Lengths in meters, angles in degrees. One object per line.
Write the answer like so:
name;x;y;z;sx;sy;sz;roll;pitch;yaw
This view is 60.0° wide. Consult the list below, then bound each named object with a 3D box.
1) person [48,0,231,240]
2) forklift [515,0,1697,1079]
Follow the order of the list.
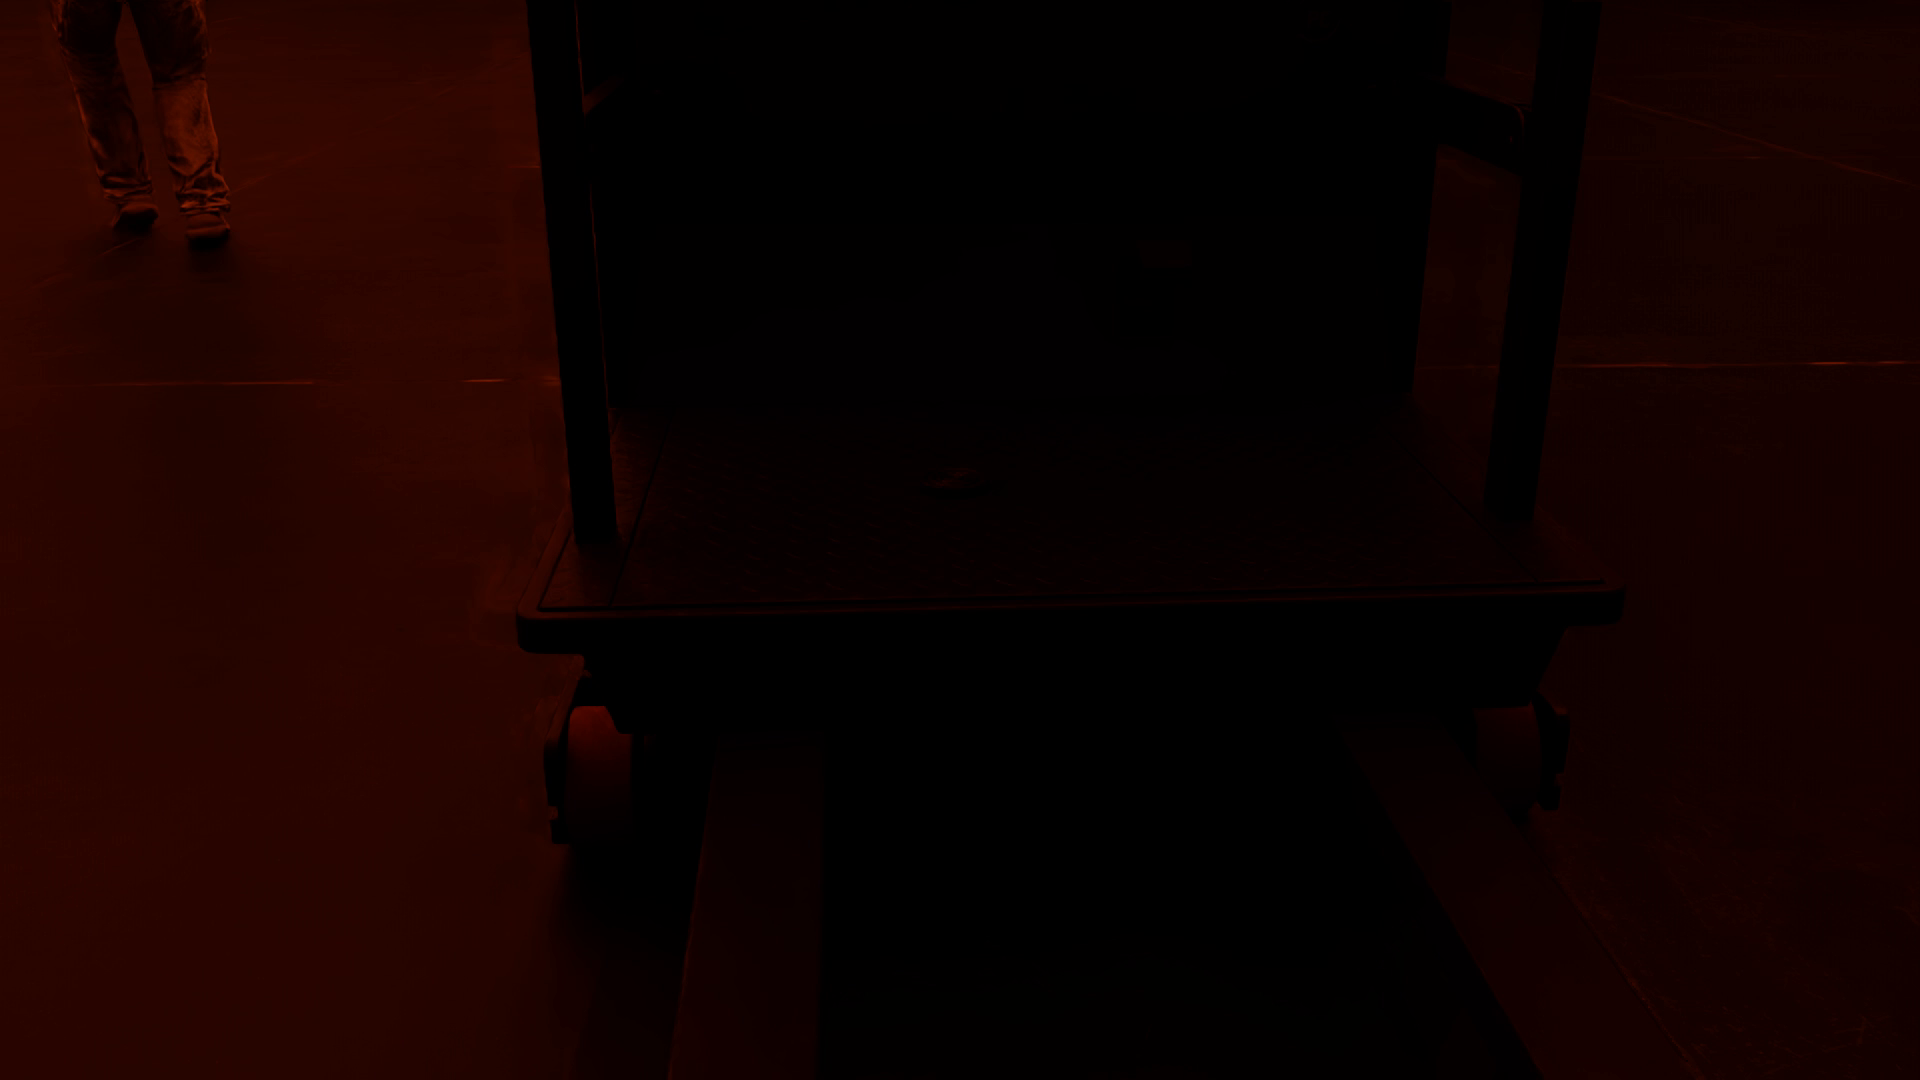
person;-2.390;-1.701;4.800;0.629;1.776;0.844;-17;27;-37
forklift;0.089;-1.143;1.636;1.130;2.935;3.031;-1;21;-3
